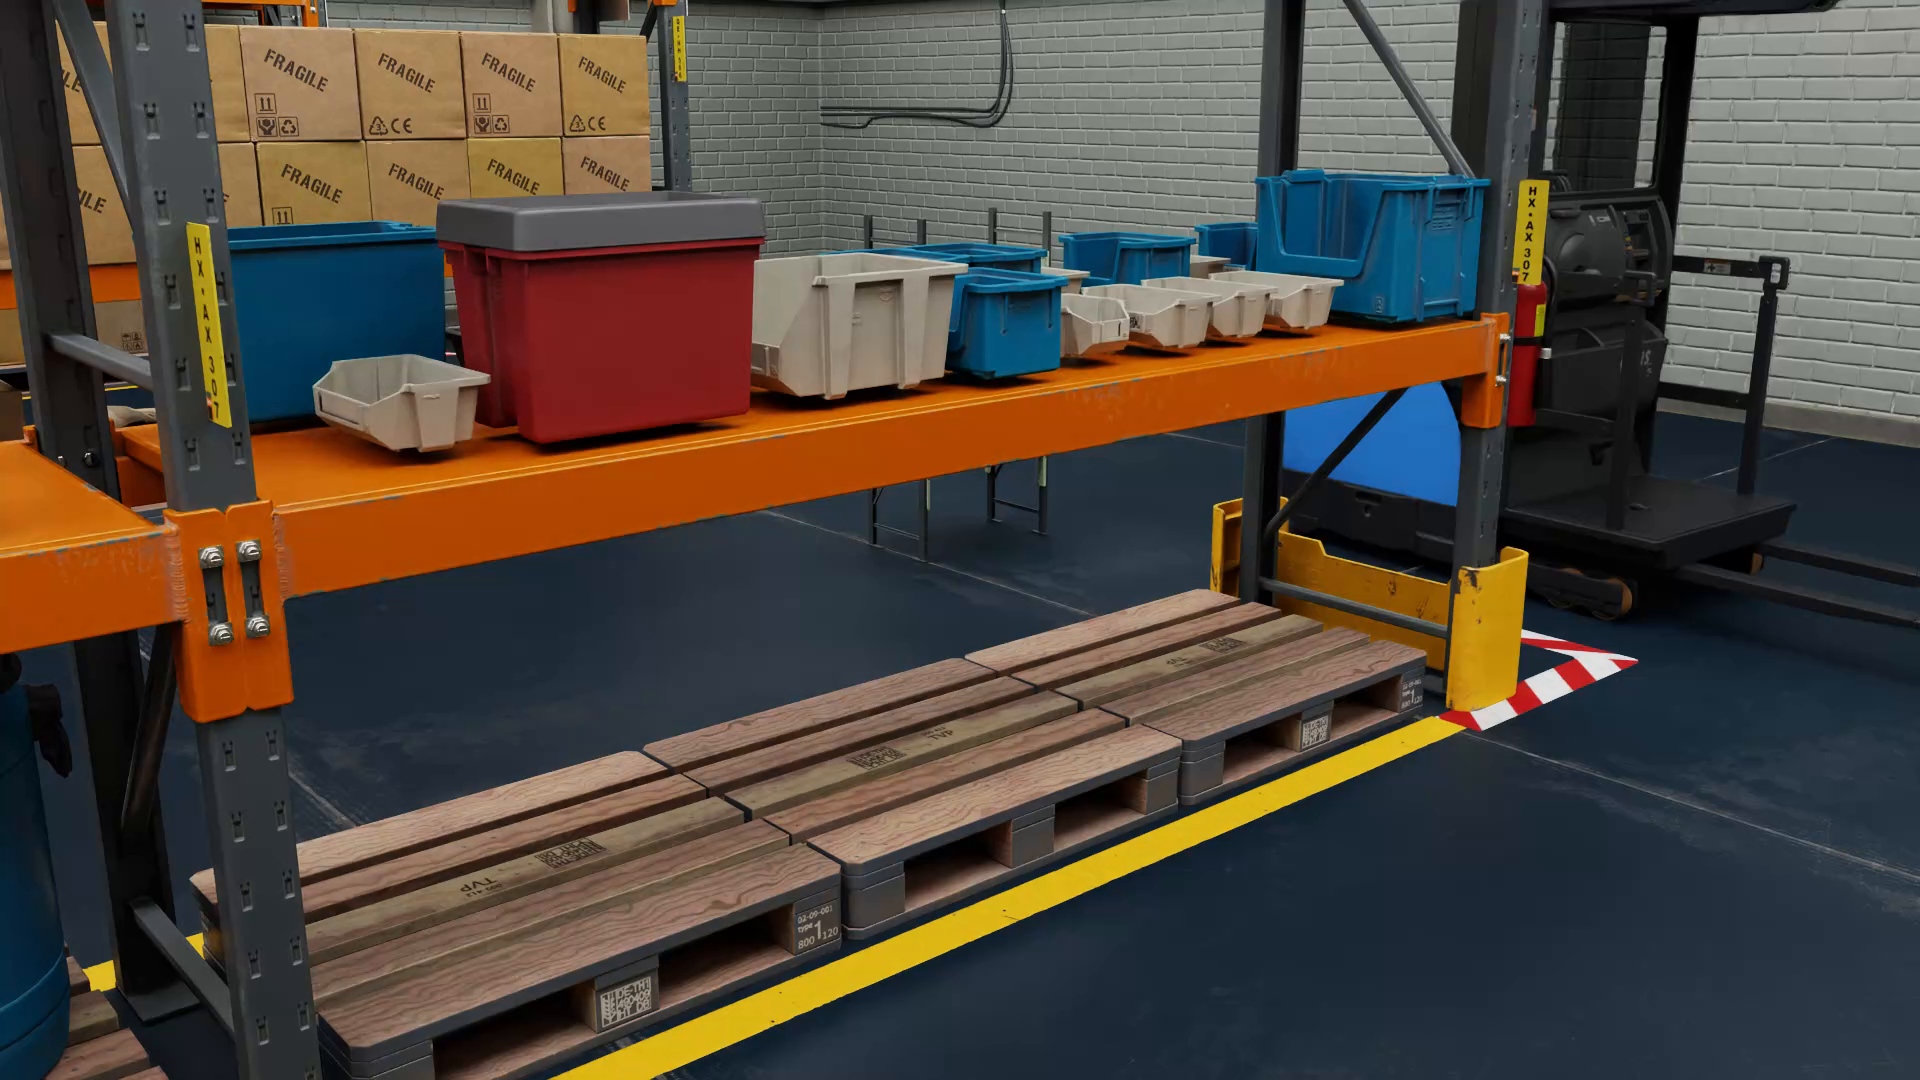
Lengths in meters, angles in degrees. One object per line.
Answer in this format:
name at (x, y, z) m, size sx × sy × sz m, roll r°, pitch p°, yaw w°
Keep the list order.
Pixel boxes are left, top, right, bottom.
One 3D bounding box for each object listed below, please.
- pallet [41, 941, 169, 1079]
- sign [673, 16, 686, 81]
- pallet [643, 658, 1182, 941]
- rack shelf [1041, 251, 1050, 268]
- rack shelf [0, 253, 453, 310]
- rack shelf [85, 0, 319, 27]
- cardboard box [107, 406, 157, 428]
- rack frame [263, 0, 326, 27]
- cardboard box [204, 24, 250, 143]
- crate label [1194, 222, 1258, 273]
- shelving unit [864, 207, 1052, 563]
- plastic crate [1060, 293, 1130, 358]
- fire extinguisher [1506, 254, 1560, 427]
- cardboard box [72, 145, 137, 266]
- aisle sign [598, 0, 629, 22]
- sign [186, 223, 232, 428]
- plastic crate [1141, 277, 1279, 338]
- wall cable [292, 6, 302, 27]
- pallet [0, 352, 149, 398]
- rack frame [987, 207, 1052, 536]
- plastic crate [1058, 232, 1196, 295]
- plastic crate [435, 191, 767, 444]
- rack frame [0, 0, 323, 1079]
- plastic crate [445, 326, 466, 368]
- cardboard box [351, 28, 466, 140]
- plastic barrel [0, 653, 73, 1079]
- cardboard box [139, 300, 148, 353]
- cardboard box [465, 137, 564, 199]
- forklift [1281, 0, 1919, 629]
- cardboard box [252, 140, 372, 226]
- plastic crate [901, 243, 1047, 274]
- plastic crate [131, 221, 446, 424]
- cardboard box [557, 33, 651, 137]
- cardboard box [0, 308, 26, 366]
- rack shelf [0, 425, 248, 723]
pallet at (-2.192, 1.147, 3.047) m, size 1.213 × 0.211 × 1.003 m, roll -13°, pitch 19°, yaw -39°
sign at (-1.465, -2.566, 8.688) m, size 0.005 × 0.325 × 0.100 m, roll -13°, pitch 19°, yaw -39°
pallet at (-0.133, 0.684, 4.779) m, size 1.213 × 0.211 × 1.003 m, roll -13°, pitch 19°, yaw -39°
rack shelf at (-0.005, -1.100, 7.451) m, size 0.720 × 0.370 × 0.431 m, roll -13°, pitch 19°, yaw -39°
rack shelf at (-3.323, -1.279, 8.120) m, size 4.000 × 0.370 × 1.077 m, roll -13°, pitch 19°, yaw -39°
rack shelf at (-6.578, -3.692, 11.341) m, size 4.000 × 0.370 × 1.077 m, roll -13°, pitch 19°, yaw -39°
cardboard box at (-4.022, -0.480, 8.093) m, size 0.500 × 0.311 × 0.500 m, roll -13°, pitch 19°, yaw -39°
rack frame at (-5.069, -2.929, 12.904) m, size 0.127 × 3.000 × 1.000 m, roll -13°, pitch 19°, yaw -39°
cardboard box at (-3.515, -2.019, 7.364) m, size 0.500 × 0.500 × 0.500 m, roll -13°, pitch 20°, yaw -41°
crate label at (1.032, -0.971, 5.780) m, size 0.303 × 0.233 × 0.416 m, roll -13°, pitch 19°, yaw -39°
shelving unit at (-0.005, -0.723, 7.552) m, size 0.755 × 1.500 × 0.431 m, roll -13°, pitch 19°, yaw -39°
plastic crate at (0.305, -0.577, 4.491) m, size 0.250 × 0.136 × 0.298 m, roll -13°, pitch 19°, yaw -39°
fire extinguisher at (1.847, -0.720, 5.506) m, size 0.183 × 0.674 × 0.296 m, roll -13°, pitch 19°, yaw -39°
cardboard box at (-3.884, -1.457, 7.198) m, size 0.500 × 0.500 × 0.500 m, roll -12°, pitch 19°, yaw -38°
aisle sign at (-1.956, -3.290, 9.218) m, size 0.004 × 0.787 × 0.394 m, roll -13°, pitch 19°, yaw -39°
sign at (-1.223, -0.349, 2.709) m, size 0.005 × 0.325 × 0.100 m, roll -13°, pitch 19°, yaw -39°
plastic crate at (0.710, -0.682, 4.887) m, size 0.243 × 0.136 × 0.396 m, roll -13°, pitch 19°, yaw -39°
wall cable at (-4.724, -3.821, 14.274) m, size 1.851 × 1.984 × 0.084 m, roll -13°, pitch 19°, yaw -39°
pallet at (-6.541, -1.226, 11.930) m, size 1.213 × 0.211 × 1.003 m, roll -13°, pitch 19°, yaw -39°
rack frame at (0.271, -0.785, 7.784) m, size 0.023 × 1.500 × 0.400 m, roll -13°, pitch 19°, yaw -39°
plastic crate at (0.535, -0.859, 5.363) m, size 0.300 × 0.233 × 0.416 m, roll -13°, pitch 19°, yaw -39°
plastic crate at (-0.745, -0.485, 3.514) m, size 0.583 × 0.464 × 0.402 m, roll -13°, pitch 19°, yaw -39°
rack frame at (-1.583, -0.323, 3.146) m, size 0.127 × 3.000 × 1.000 m, roll -13°, pitch 19°, yaw -39°
plastic crate at (-0.915, -0.461, 4.080) m, size 0.590 × 0.125 × 0.437 m, roll -13°, pitch 19°, yaw -39°
cardboard box at (-2.738, -2.193, 8.018) m, size 0.500 × 0.500 × 0.500 m, roll -12°, pitch 19°, yaw -38°
plastic barrel at (-2.005, 0.577, 3.030) m, size 0.708 × 0.901 × 0.600 m, roll -13°, pitch 19°, yaw -39°
cardboard box at (-5.909, -1.702, 12.338) m, size 0.500 × 0.500 × 0.700 m, roll -13°, pitch 20°, yaw -40°
cardboard box at (-2.363, -1.796, 8.469) m, size 0.500 × 0.500 × 0.500 m, roll -12°, pitch 19°, yaw -39°
forklift at (2.793, -1.242, 6.720) m, size 1.130 × 2.935 × 3.031 m, roll -11°, pitch 19°, yaw -36°
cardboard box at (-3.123, -1.628, 7.837) m, size 0.500 × 0.500 × 0.500 m, roll -13°, pitch 20°, yaw -40°
plastic crate at (0.039, -0.748, 4.945) m, size 0.300 × 0.233 × 0.416 m, roll -13°, pitch 19°, yaw -39°
plastic crate at (-1.455, -0.490, 3.685) m, size 0.575 × 0.384 × 0.392 m, roll -13°, pitch 19°, yaw -39°
cardboard box at (-1.970, -2.368, 8.671) m, size 0.500 × 0.500 × 0.500 m, roll -13°, pitch 20°, yaw -40°
cardboard box at (-6.685, -1.525, 11.675) m, size 0.500 × 0.500 × 0.700 m, roll -12°, pitch 19°, yaw -38°
rack shelf at (-3.092, 0.363, 1.971) m, size 4.000 × 0.370 × 1.077 m, roll -13°, pitch 19°, yaw -39°
